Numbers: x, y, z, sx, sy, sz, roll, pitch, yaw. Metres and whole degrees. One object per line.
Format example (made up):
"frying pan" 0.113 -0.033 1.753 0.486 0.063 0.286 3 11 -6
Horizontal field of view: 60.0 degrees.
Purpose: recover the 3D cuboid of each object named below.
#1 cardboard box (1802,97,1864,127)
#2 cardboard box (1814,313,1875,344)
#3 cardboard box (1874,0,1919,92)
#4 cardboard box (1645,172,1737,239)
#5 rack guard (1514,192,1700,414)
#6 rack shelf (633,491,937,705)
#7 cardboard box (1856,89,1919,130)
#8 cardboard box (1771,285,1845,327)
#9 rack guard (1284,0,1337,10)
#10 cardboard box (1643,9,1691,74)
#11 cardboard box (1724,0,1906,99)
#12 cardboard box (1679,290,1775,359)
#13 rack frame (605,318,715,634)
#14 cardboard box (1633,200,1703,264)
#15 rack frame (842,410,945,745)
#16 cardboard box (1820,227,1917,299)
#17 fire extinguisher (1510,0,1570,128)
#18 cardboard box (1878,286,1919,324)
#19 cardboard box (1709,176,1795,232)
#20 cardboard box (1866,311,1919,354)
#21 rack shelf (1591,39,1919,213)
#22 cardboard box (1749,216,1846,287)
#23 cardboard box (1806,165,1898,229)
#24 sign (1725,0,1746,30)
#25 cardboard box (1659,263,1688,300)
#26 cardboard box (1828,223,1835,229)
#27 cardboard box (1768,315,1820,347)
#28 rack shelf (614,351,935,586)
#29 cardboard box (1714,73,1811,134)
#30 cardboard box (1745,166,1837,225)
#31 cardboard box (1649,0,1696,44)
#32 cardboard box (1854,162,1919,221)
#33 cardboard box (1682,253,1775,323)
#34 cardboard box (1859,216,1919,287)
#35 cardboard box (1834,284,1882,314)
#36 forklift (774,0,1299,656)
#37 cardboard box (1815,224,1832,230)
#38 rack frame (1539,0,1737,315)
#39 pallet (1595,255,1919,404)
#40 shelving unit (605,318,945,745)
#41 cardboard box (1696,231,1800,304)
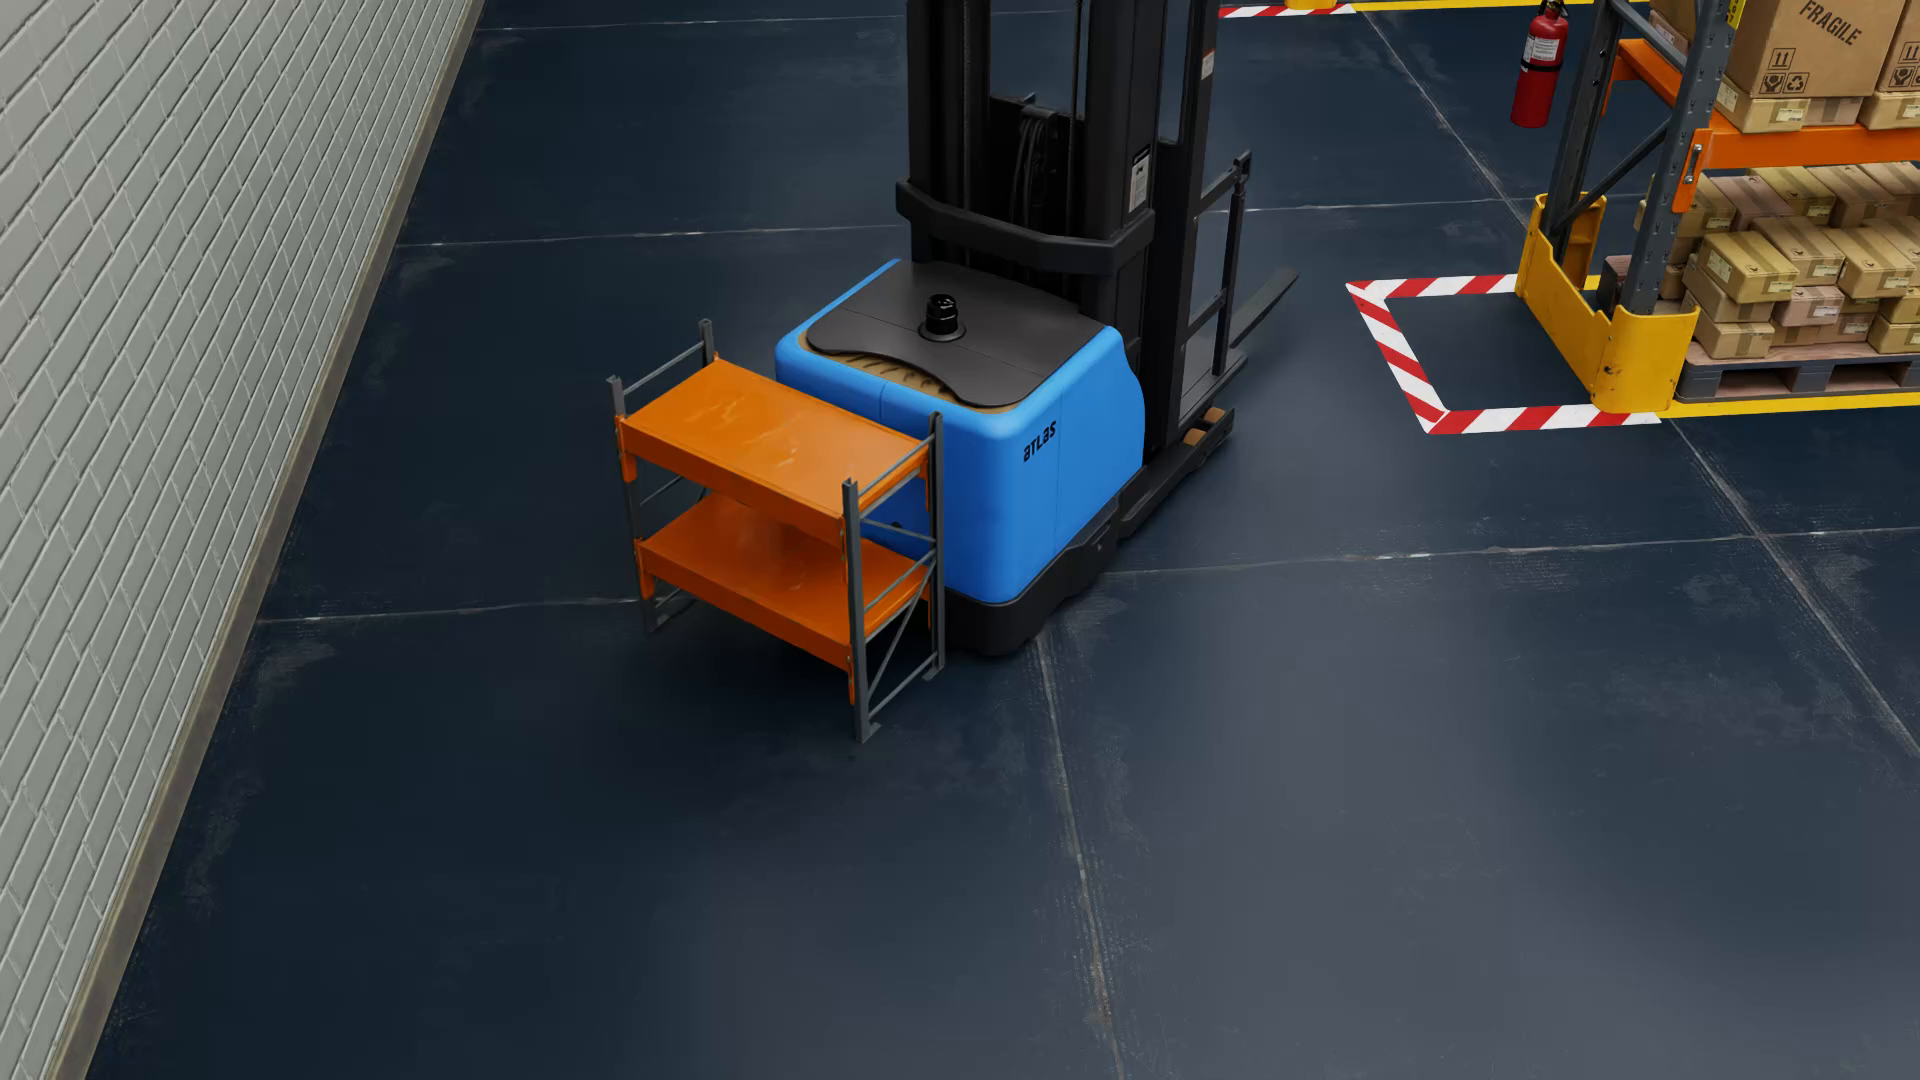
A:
"cardboard box" 3.522 -1.863 6.892 0.250 0.149 0.380 -2 38 -2
"cardboard box" 3.971 -1.066 7.642 0.250 0.149 0.380 -3 38 -3
"cardboard box" 3.923 -2.162 6.748 0.500 0.500 0.500 -3 38 -4
"cardboard box" 3.425 -1.571 7.802 0.250 0.149 0.380 -3 38 -3
"rack guard" 2.996 -1.130 7.778 0.348 0.500 1.175 -3 38 -4
"rack shelf" -0.626 0.155 6.040 1.000 0.278 0.538 24 44 27
"cardboard box" 3.795 -1.845 6.869 0.250 0.149 0.380 -4 38 -5
"cardboard box" 3.743 -1.120 7.470 0.250 0.149 0.380 -3 38 -4
"rack guard" 2.357 -4.173 11.635 0.348 0.500 1.175 -3 38 -4
"cardboard box" 3.220 -2.200 7.320 0.250 0.149 0.380 -3 38 -4
"cardboard box" 3.392 -2.117 6.690 0.500 0.500 0.500 -1 38 -2
"cardboard box" 3.471 -0.984 7.537 0.250 0.149 0.380 -2 38 -3
"rack frame" -1.042 -0.219 6.119 0.032 1.125 0.500 24 44 27
"cardboard box" 3.421 -1.474 7.919 0.250 0.149 0.380 -4 38 -5
"rack frame" -0.211 0.145 5.659 0.032 1.125 0.500 24 44 27
"cardboard box" 3.999 -1.229 7.368 0.250 0.149 0.380 -3 38 -4
"fire extinguisher" 2.629 -2.201 7.481 0.183 0.674 0.296 -3 38 -4
"cardboard box" 4.244 -1.135 7.489 0.250 0.149 0.380 -2 38 -3
"cardboard box" 3.681 -1.550 7.775 0.250 0.149 0.380 -2 38 -3
"cardboard box" 4.235 -1.013 7.574 0.250 0.149 0.380 -3 38 -3
"rack shelf" 4.912 -1.934 7.360 4.000 0.370 1.077 -3 38 -4
"cardboard box" 3.736 -1.294 7.451 0.250 0.149 0.380 -2 38 -3
"cardboard box" 4.191 -1.617 7.860 0.250 0.149 0.380 -5 39 -6
"sign" 2.969 -2.112 6.306 0.005 0.325 0.100 -3 38 -4
"cardboard box" 3.426 -1.310 7.951 0.250 0.149 0.380 -3 38 -3
"cardboard box" 4.215 -1.455 7.895 0.250 0.149 0.380 -4 38 -5
"cardboard box" 3.724 -1.048 7.620 0.250 0.149 0.380 -3 38 -4
"rack shelf" -0.627 -0.267 5.707 1.000 0.278 0.538 24 44 27
"cardboard box" 3.272 -1.824 6.842 0.250 0.149 0.380 -3 38 -4
"cardboard box" 3.927 -1.642 7.892 0.250 0.149 0.380 -4 38 -5
"cardboard box" 3.345 -2.446 7.108 0.500 0.500 0.500 -2 38 -3
"cardboard box" 4.453 -1.666 7.923 0.250 0.149 0.380 -2 38 -2
"cardboard box" 3.465 -1.139 7.495 0.250 0.149 0.380 -2 38 -2
"cardboard box" 4.238 -1.294 7.450 0.250 0.149 0.380 -5 39 -6
"cardboard box" 3.979 -1.188 7.556 0.250 0.149 0.380 -3 38 -3
"forklift" 0.541 -1.608 6.421 1.130 2.935 3.031 22 43 25
"cardboard box" 3.938 -1.504 7.957 0.250 0.149 0.380 -5 39 -6
"rack frame" 2.920 -2.107 6.998 0.127 3.000 1.000 -3 38 -4
"pallet" 3.808 -1.039 7.896 1.213 0.211 1.003 -3 38 -4
"shelving unit" -0.627 -0.037 5.889 1.048 1.125 0.538 24 44 27
"cardboard box" 3.472 -1.205 7.338 0.250 0.149 0.380 -5 39 -6
